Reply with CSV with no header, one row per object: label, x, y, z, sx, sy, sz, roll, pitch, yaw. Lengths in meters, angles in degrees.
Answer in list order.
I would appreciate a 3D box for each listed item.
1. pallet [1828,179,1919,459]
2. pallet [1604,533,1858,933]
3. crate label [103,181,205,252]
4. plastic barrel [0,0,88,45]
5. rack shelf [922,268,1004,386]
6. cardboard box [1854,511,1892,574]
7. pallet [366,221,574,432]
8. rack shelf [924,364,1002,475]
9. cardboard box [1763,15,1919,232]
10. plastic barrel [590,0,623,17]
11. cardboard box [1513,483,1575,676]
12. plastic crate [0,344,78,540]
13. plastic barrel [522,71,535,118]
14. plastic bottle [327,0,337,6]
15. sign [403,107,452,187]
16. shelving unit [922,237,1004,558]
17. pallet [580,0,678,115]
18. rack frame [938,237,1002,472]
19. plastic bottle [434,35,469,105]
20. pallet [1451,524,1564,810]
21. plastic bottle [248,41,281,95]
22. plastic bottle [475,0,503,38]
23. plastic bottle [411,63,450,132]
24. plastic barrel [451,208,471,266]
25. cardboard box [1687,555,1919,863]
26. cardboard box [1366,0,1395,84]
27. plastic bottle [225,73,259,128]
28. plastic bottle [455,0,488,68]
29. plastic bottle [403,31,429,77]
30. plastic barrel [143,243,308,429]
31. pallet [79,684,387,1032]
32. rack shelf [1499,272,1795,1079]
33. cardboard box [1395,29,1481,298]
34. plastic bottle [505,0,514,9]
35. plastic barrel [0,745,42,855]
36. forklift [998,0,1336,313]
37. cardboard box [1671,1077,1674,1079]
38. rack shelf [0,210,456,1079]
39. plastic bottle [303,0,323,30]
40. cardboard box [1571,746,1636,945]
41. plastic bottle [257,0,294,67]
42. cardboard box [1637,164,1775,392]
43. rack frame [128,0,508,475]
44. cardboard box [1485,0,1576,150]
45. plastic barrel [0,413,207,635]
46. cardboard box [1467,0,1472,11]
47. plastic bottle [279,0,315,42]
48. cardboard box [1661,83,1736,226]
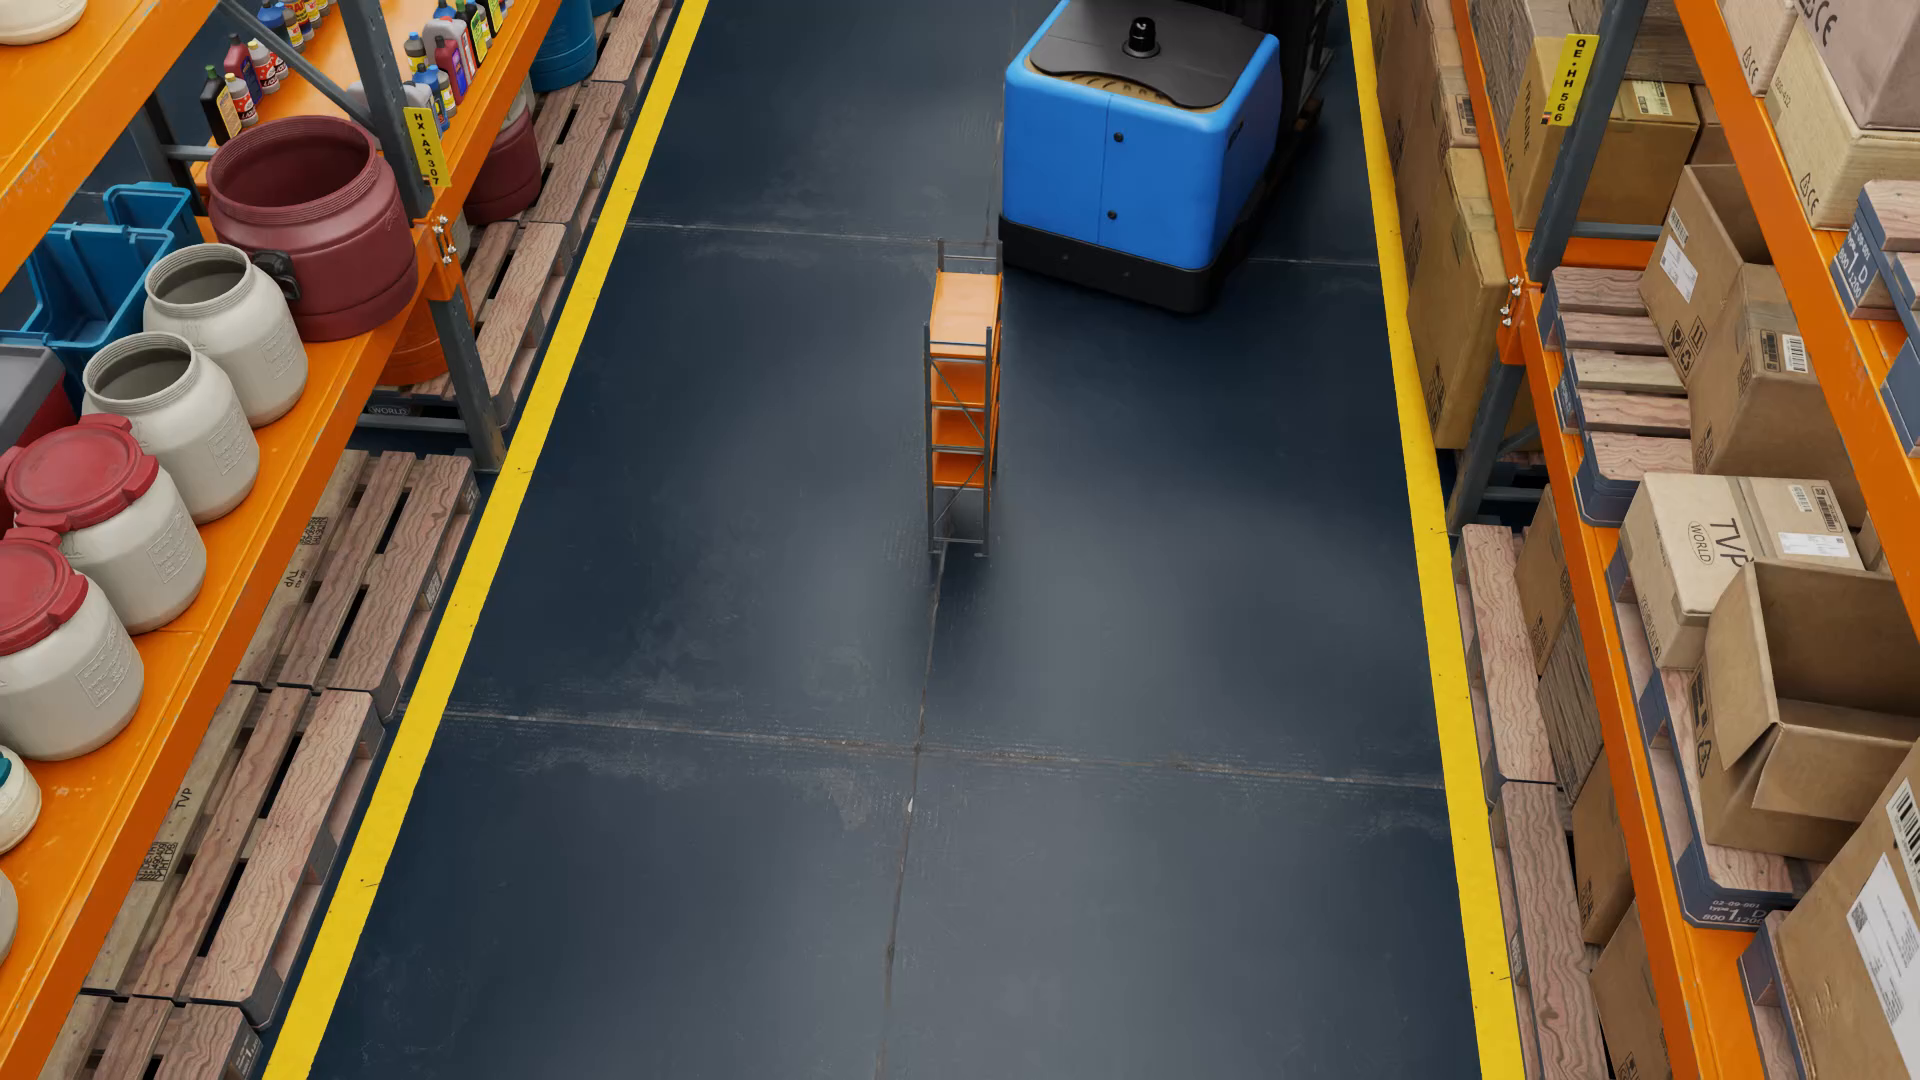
pallet,2.383,-0.254,3.070,1.213,0.211,1.003,4,48,4
pallet,2.354,0.486,4.429,1.003,0.211,1.213,4,48,4
crate label,-2.850,-1.028,5.797,0.303,0.233,0.416,4,48,4
plastic barrel,-2.322,-1.385,4.070,0.301,0.262,0.301,0,48,0
rack shelf,0.015,-0.792,6.154,0.258,0.148,0.480,4,48,4
cardboard box,2.611,0.111,4.448,0.396,0.266,0.258,3,48,2
pallet,-2.408,-1.010,7.557,1.003,0.211,1.213,4,48,4
rack shelf,0.015,-0.481,6.494,0.258,0.148,0.480,4,48,4
cardboard box,2.113,-0.914,3.648,0.500,0.250,0.500,5,48,4
plastic barrel,-2.141,-3.343,8.938,0.600,0.901,0.708,4,48,4
cardboard box,2.453,0.153,5.999,0.700,0.500,0.500,2,48,1
plastic crate,-2.891,-0.224,4.904,0.402,0.464,0.583,4,48,4
plastic barrel,-2.346,-2.283,8.232,0.421,0.512,0.421,0,48,0
plastic bottle,-2.715,-2.382,7.056,0.097,0.201,0.097,0,48,0
sign,-1.890,-1.392,5.906,0.100,0.325,0.005,4,48,4
shelving unit,0.015,-0.527,6.444,0.258,1.200,0.503,4,48,4
pallet,-2.186,-2.803,9.197,1.003,0.211,1.213,4,48,4
rack frame,0.037,-0.706,6.608,0.240,1.200,0.015,4,48,4
plastic bottle,-2.002,-1.864,6.527,0.061,0.283,0.133,4,48,4
pallet,2.421,0.479,6.195,1.003,0.211,1.213,4,48,4
plastic bottle,-2.777,-1.881,6.598,0.097,0.201,0.097,0,48,0
plastic bottle,-1.956,-2.231,6.863,0.061,0.283,0.133,4,48,4
plastic bottle,-2.039,-1.705,6.390,0.097,0.271,0.097,0,48,0
plastic barrel,-2.449,-1.453,7.473,0.421,0.512,0.421,0,48,0
cardboard box,2.195,0.447,3.980,0.797,0.503,0.637,8,48,8
cardboard box,2.820,-2.928,8.577,1.225,0.875,0.875,4,48,4
plastic bottle,-2.798,-1.712,6.443,0.097,0.201,0.097,0,48,0
plastic bottle,-1.977,-2.061,6.708,0.061,0.283,0.133,4,48,4
plastic bottle,-2.161,-1.933,6.646,0.097,0.201,0.097,0,48,0
plastic barrel,-2.320,-0.637,5.250,0.421,0.512,0.421,0,48,0
pallet,-2.662,1.033,5.688,1.003,0.211,1.213,4,48,4
rack shelf,2.311,0.676,4.612,1.077,0.370,4.000,4,48,4
cardboard box,2.666,-1.621,7.381,1.225,0.875,0.875,4,48,4
plastic bottle,-1.955,-2.384,7.011,0.097,0.271,0.097,0,48,0
plastic barrel,-2.530,0.655,4.238,0.301,0.262,0.301,0,48,0
forklift,1.253,-3.133,7.655,1.130,2.935,3.031,19,50,16
cardboard box,2.269,1.800,4.493,0.700,0.500,0.500,4,48,3
rack shelf,-2.621,0.343,4.917,1.077,0.370,4.000,4,48,4
plastic bottle,-2.732,-2.239,6.925,0.097,0.201,0.097,0,48,0
cardboard box,2.370,0.978,5.244,0.700,0.500,0.500,7,48,7
plastic bottle,-2.759,-2.048,6.703,0.097,0.271,0.097,0,48,0
cardboard box,2.484,-0.812,5.133,0.500,0.500,0.500,-1,48,-1
rack frame,-2.439,-1.369,5.995,1.000,3.000,0.127,4,48,4
cardboard box,2.343,-1.815,6.335,0.500,0.500,0.500,3,48,3
plastic barrel,-2.391,-0.021,4.670,0.433,0.535,0.433,0,48,0
cardboard box,2.435,-2.571,7.027,0.500,0.500,0.500,5,48,4
plastic bottle,-2.741,-2.191,6.834,0.097,0.271,0.097,0,48,0
cardboard box,2.809,-1.409,5.964,0.500,0.500,0.500,5,48,5
